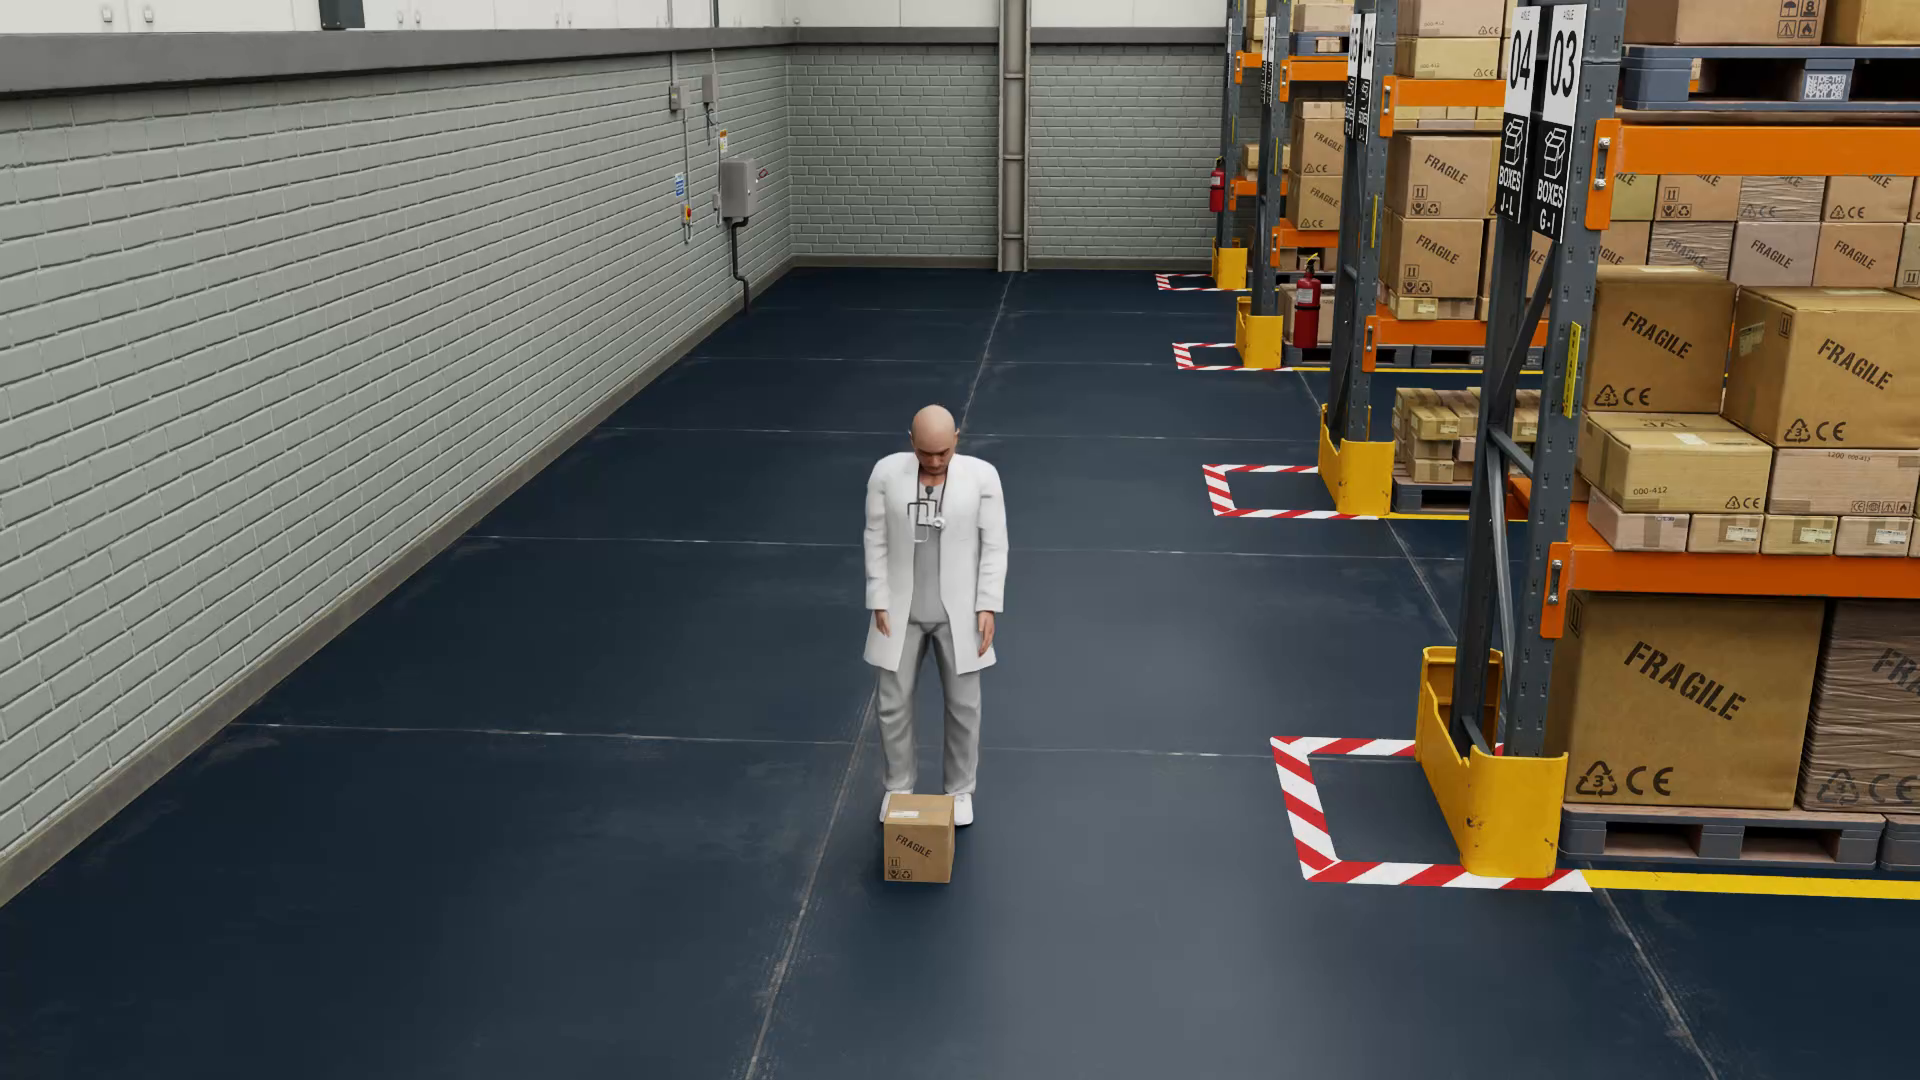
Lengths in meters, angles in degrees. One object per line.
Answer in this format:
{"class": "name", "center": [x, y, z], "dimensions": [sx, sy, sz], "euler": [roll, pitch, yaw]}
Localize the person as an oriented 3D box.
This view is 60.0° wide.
{"class": "person", "center": [-0.100, 0.302, 6.686], "dimensions": [0.583, 1.738, 0.403], "euler": [2, 17, 5]}
